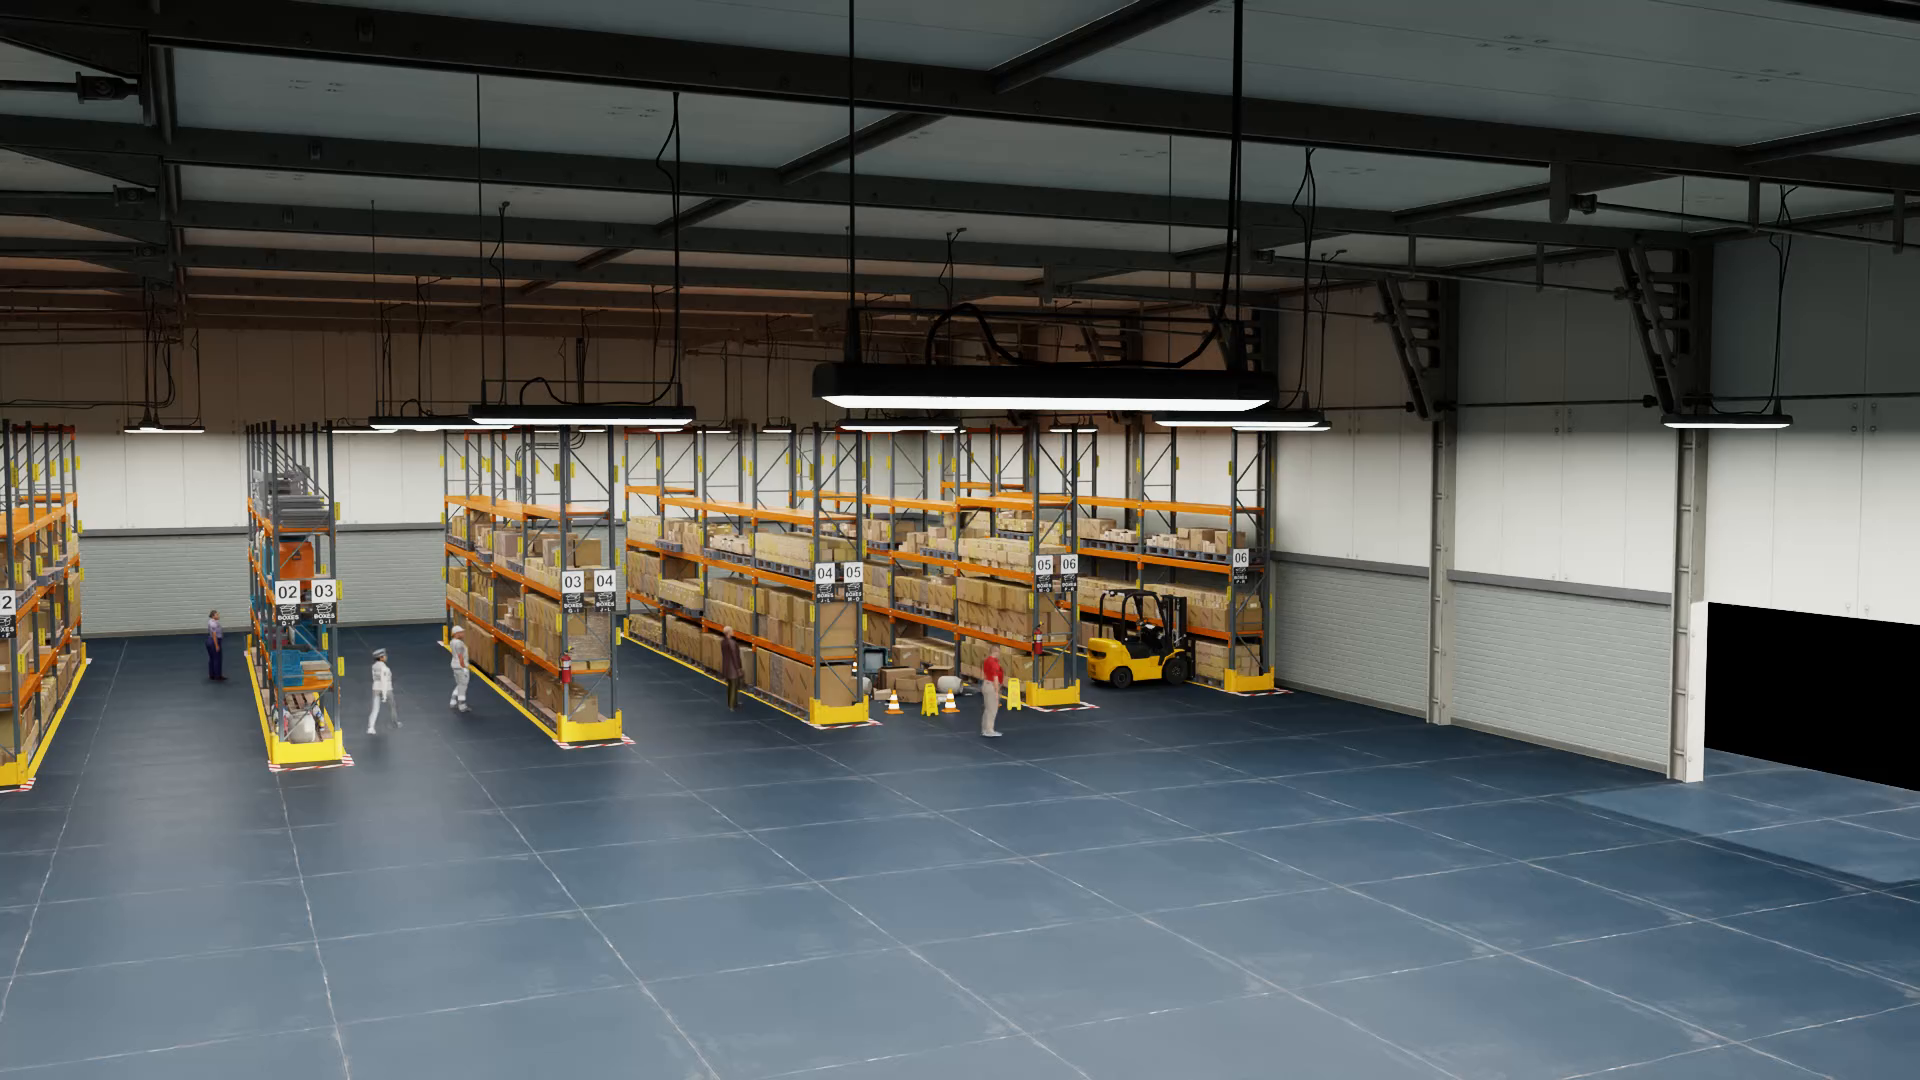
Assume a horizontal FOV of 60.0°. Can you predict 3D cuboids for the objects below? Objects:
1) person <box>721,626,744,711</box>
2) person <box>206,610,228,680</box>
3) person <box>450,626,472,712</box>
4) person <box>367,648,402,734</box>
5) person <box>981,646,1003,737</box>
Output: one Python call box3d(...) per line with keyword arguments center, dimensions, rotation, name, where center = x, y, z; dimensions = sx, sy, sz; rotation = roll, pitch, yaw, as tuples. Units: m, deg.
box3d(center=(-4.700, 2.670, 34.793), dimensions=(0.605, 1.771, 0.633), rotation=(3, 5, 40), name="person")
box3d(center=(-17.400, 2.463, 38.924), dimensions=(0.421, 1.635, 0.535), rotation=(-2, 4, -34), name="person")
box3d(center=(-10.344, 2.666, 34.481), dimensions=(0.567, 1.795, 0.431), rotation=(3, 5, 42), name="person")
box3d(center=(-11.129, 2.895, 32.017), dimensions=(0.434, 1.630, 1.050), rotation=(0, 4, 7), name="person")
box3d(center=(0.626, 2.877, 31.719), dimensions=(0.374, 1.733, 0.646), rotation=(-1, 4, -22), name="person")
